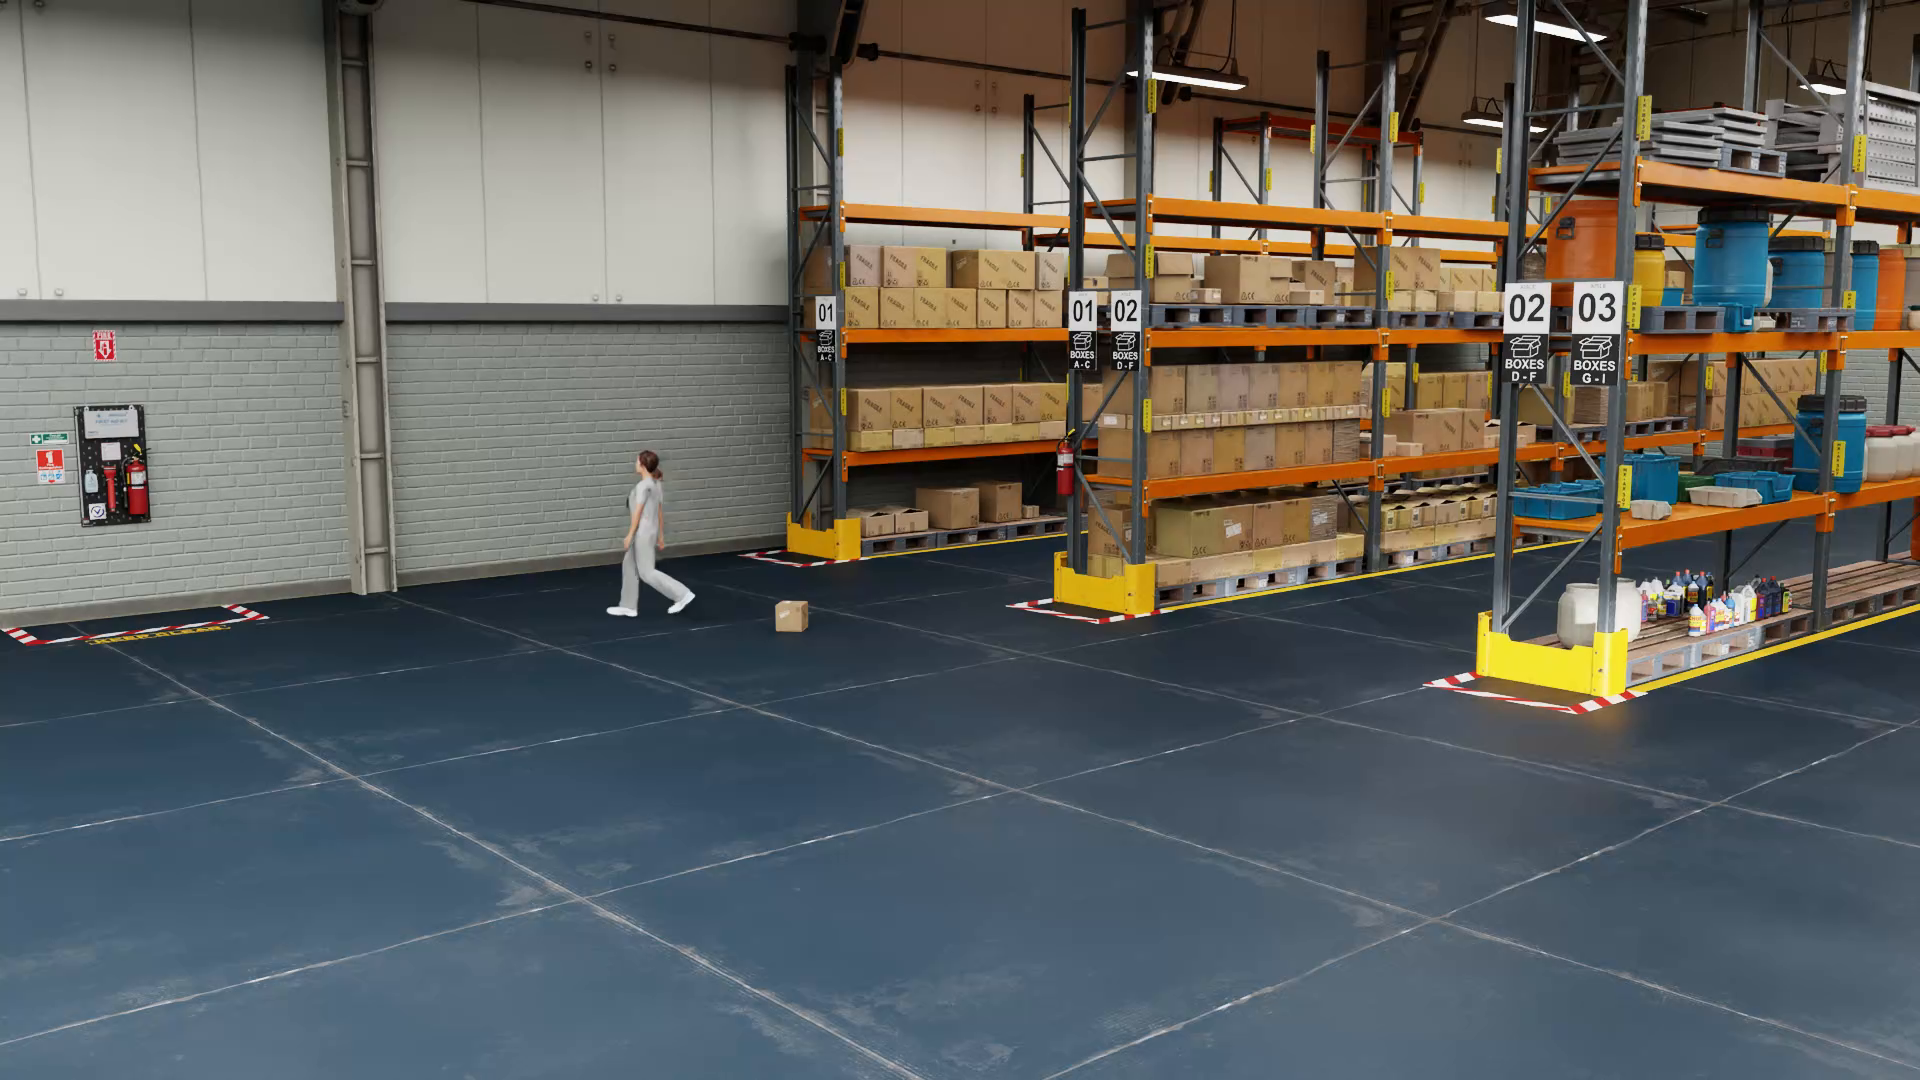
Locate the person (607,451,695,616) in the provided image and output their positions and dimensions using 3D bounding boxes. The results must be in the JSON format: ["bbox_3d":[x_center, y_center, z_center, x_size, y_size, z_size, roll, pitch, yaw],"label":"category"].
[{"bbox_3d":[-3.014,-0.053,16.145,0.930,1.630,0.439,1,8,7],"label":"person"}]
